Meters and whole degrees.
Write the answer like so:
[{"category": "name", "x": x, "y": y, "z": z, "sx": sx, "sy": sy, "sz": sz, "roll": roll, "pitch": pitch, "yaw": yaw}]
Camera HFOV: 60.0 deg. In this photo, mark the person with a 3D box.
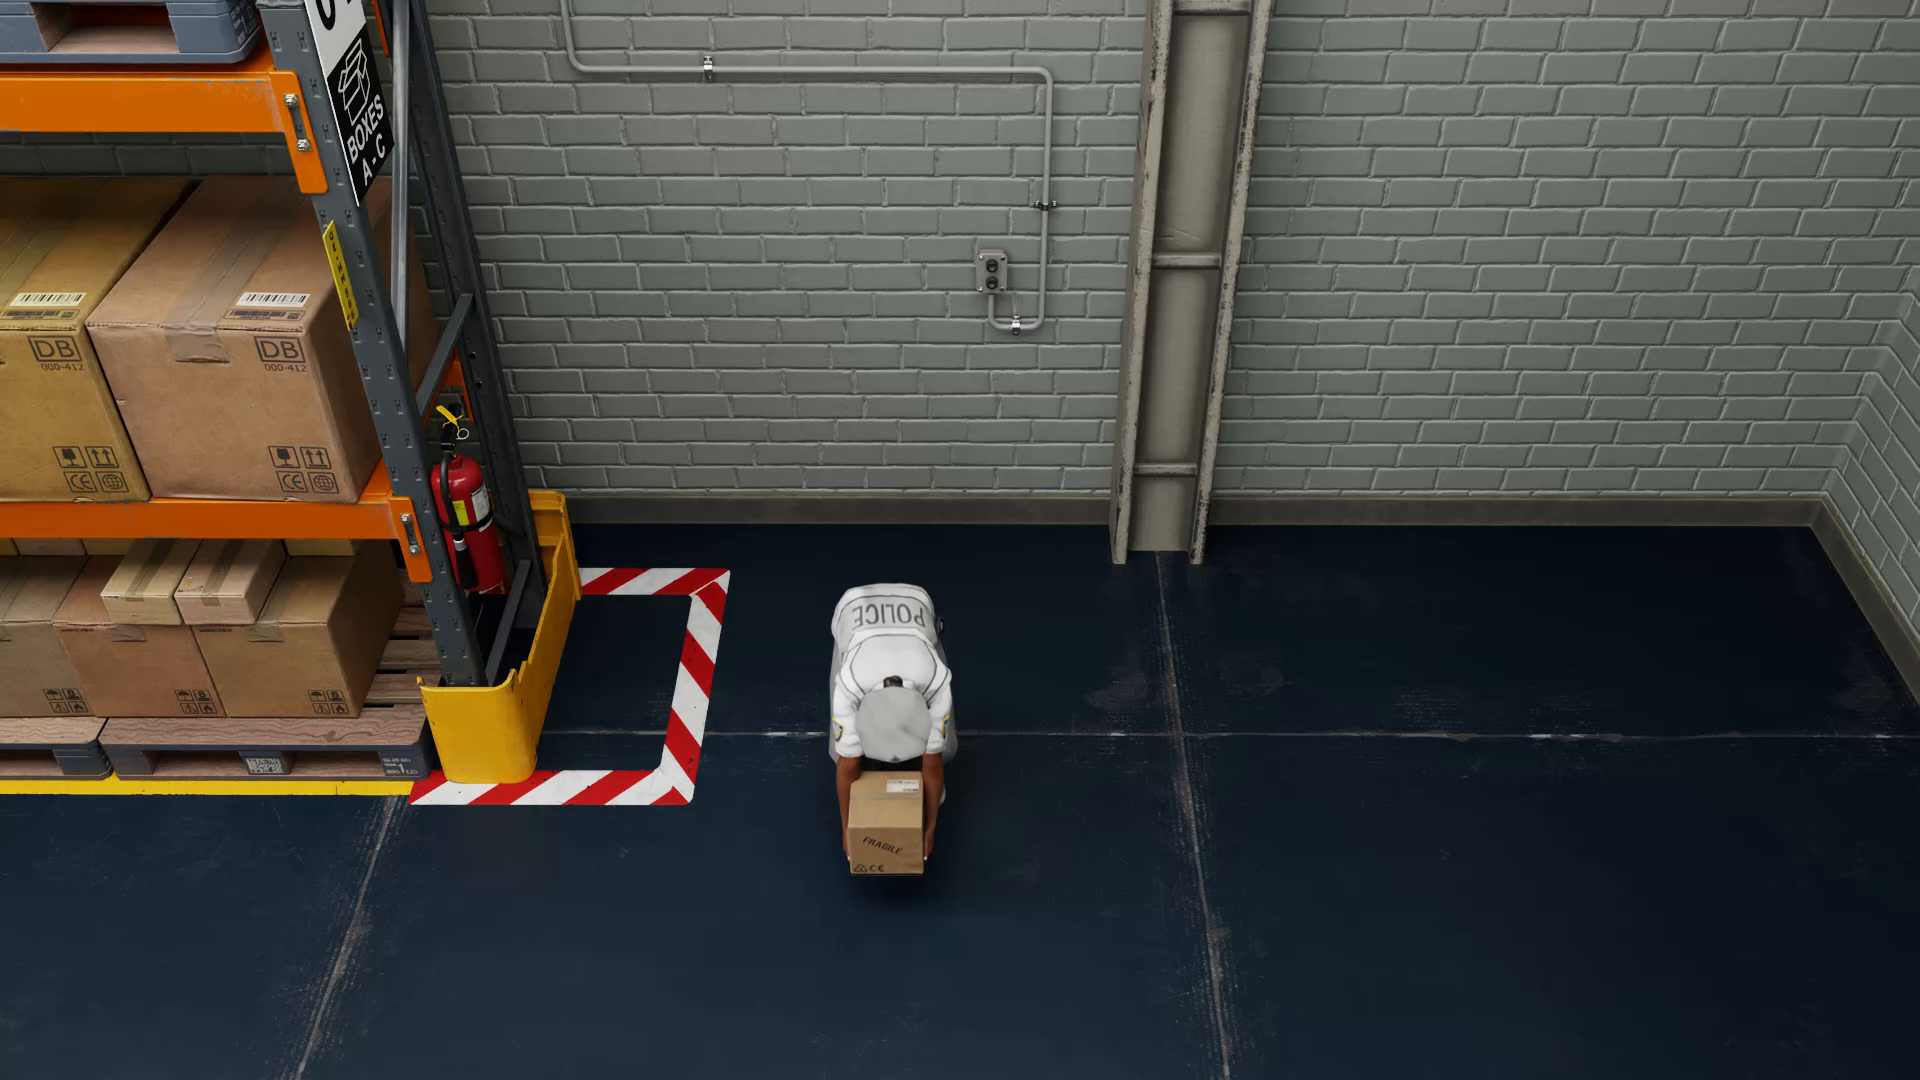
[{"category": "person", "x": -5.357, "y": 3.310, "z": 2.050, "sx": 11.130, "sy": 1.841, "sz": 9.701, "roll": -2, "pitch": 40, "yaw": -2}]
